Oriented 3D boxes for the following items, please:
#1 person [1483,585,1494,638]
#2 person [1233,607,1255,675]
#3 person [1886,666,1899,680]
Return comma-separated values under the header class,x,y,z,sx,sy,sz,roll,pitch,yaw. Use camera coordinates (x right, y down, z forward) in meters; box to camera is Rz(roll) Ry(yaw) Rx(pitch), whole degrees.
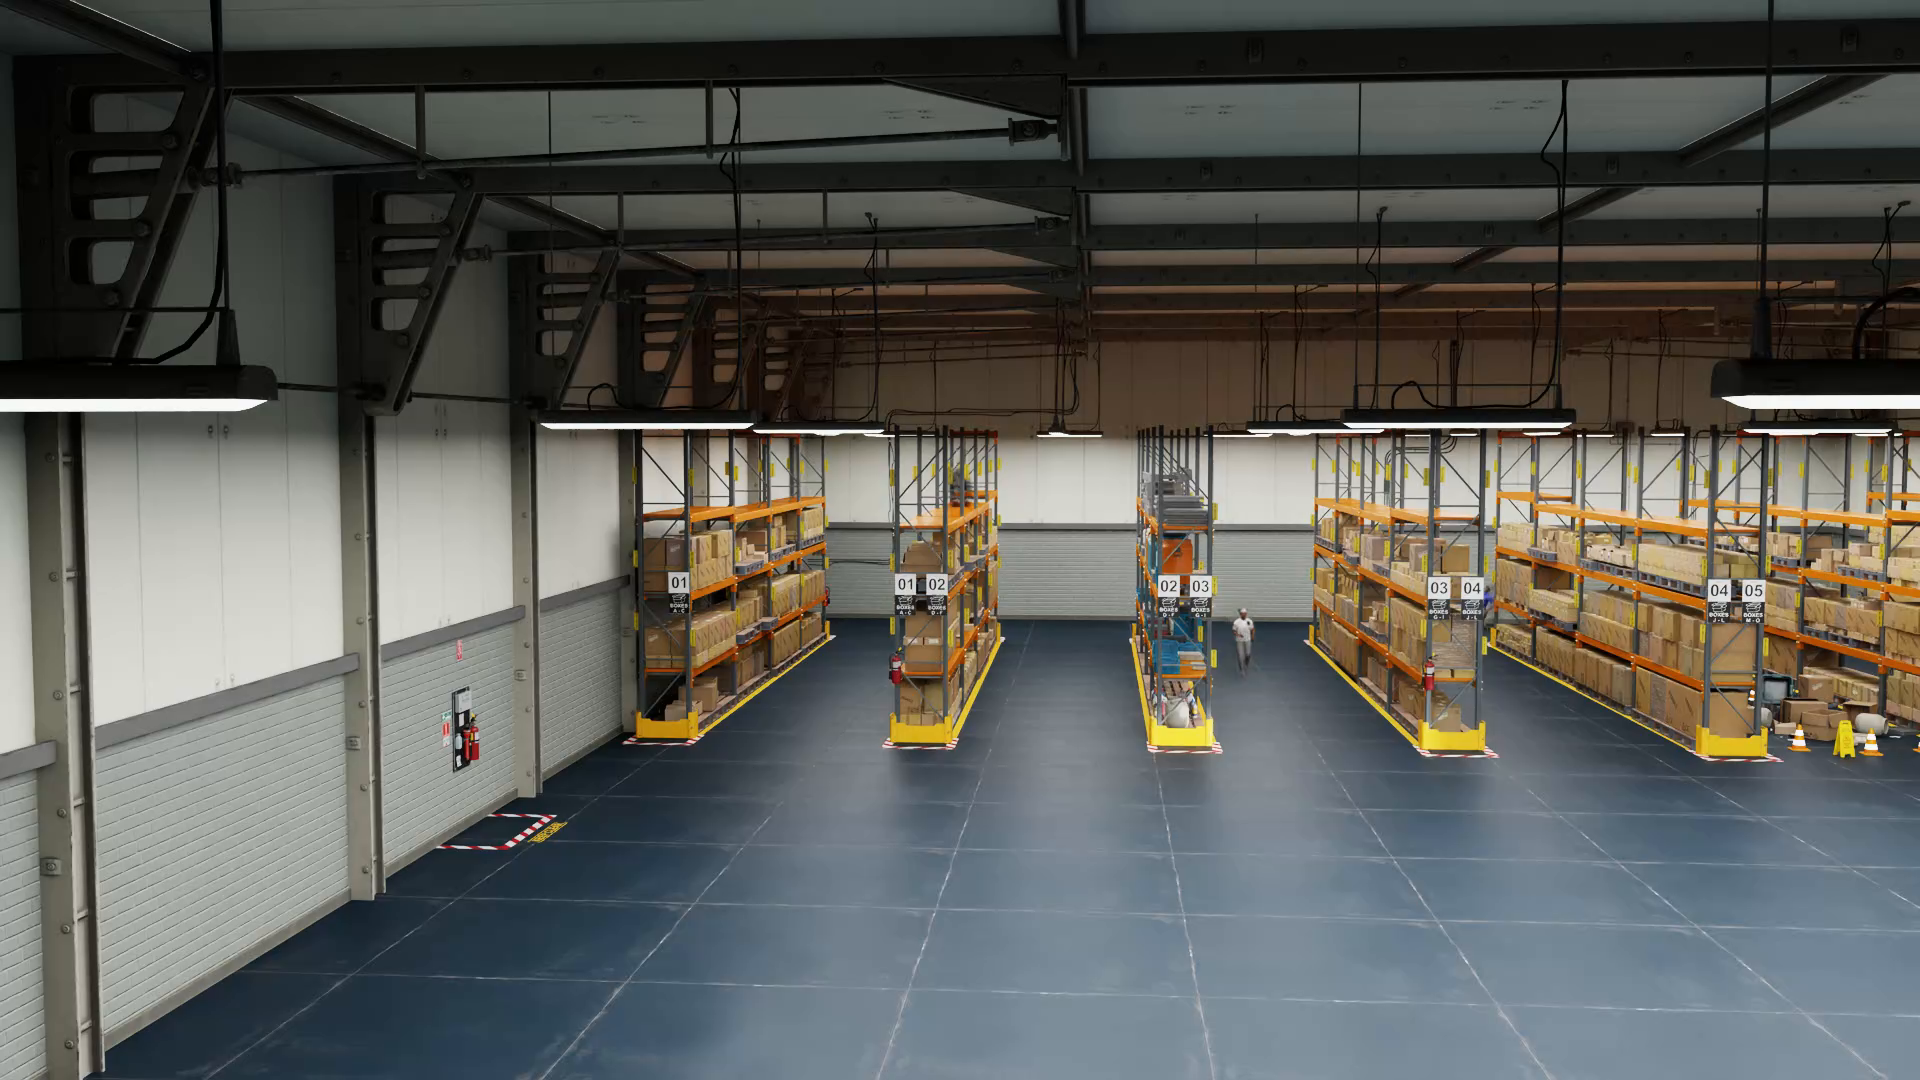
class,x,y,z,sx,sy,sz,roll,pitch,yaw
person,14.834,2.071,47.295,0.851,1.601,0.636,0,3,6
person,6.910,2.463,40.419,0.562,1.661,0.562,0,3,3
person,21.158,2.612,37.601,0.708,1.764,0.825,0,3,-1
